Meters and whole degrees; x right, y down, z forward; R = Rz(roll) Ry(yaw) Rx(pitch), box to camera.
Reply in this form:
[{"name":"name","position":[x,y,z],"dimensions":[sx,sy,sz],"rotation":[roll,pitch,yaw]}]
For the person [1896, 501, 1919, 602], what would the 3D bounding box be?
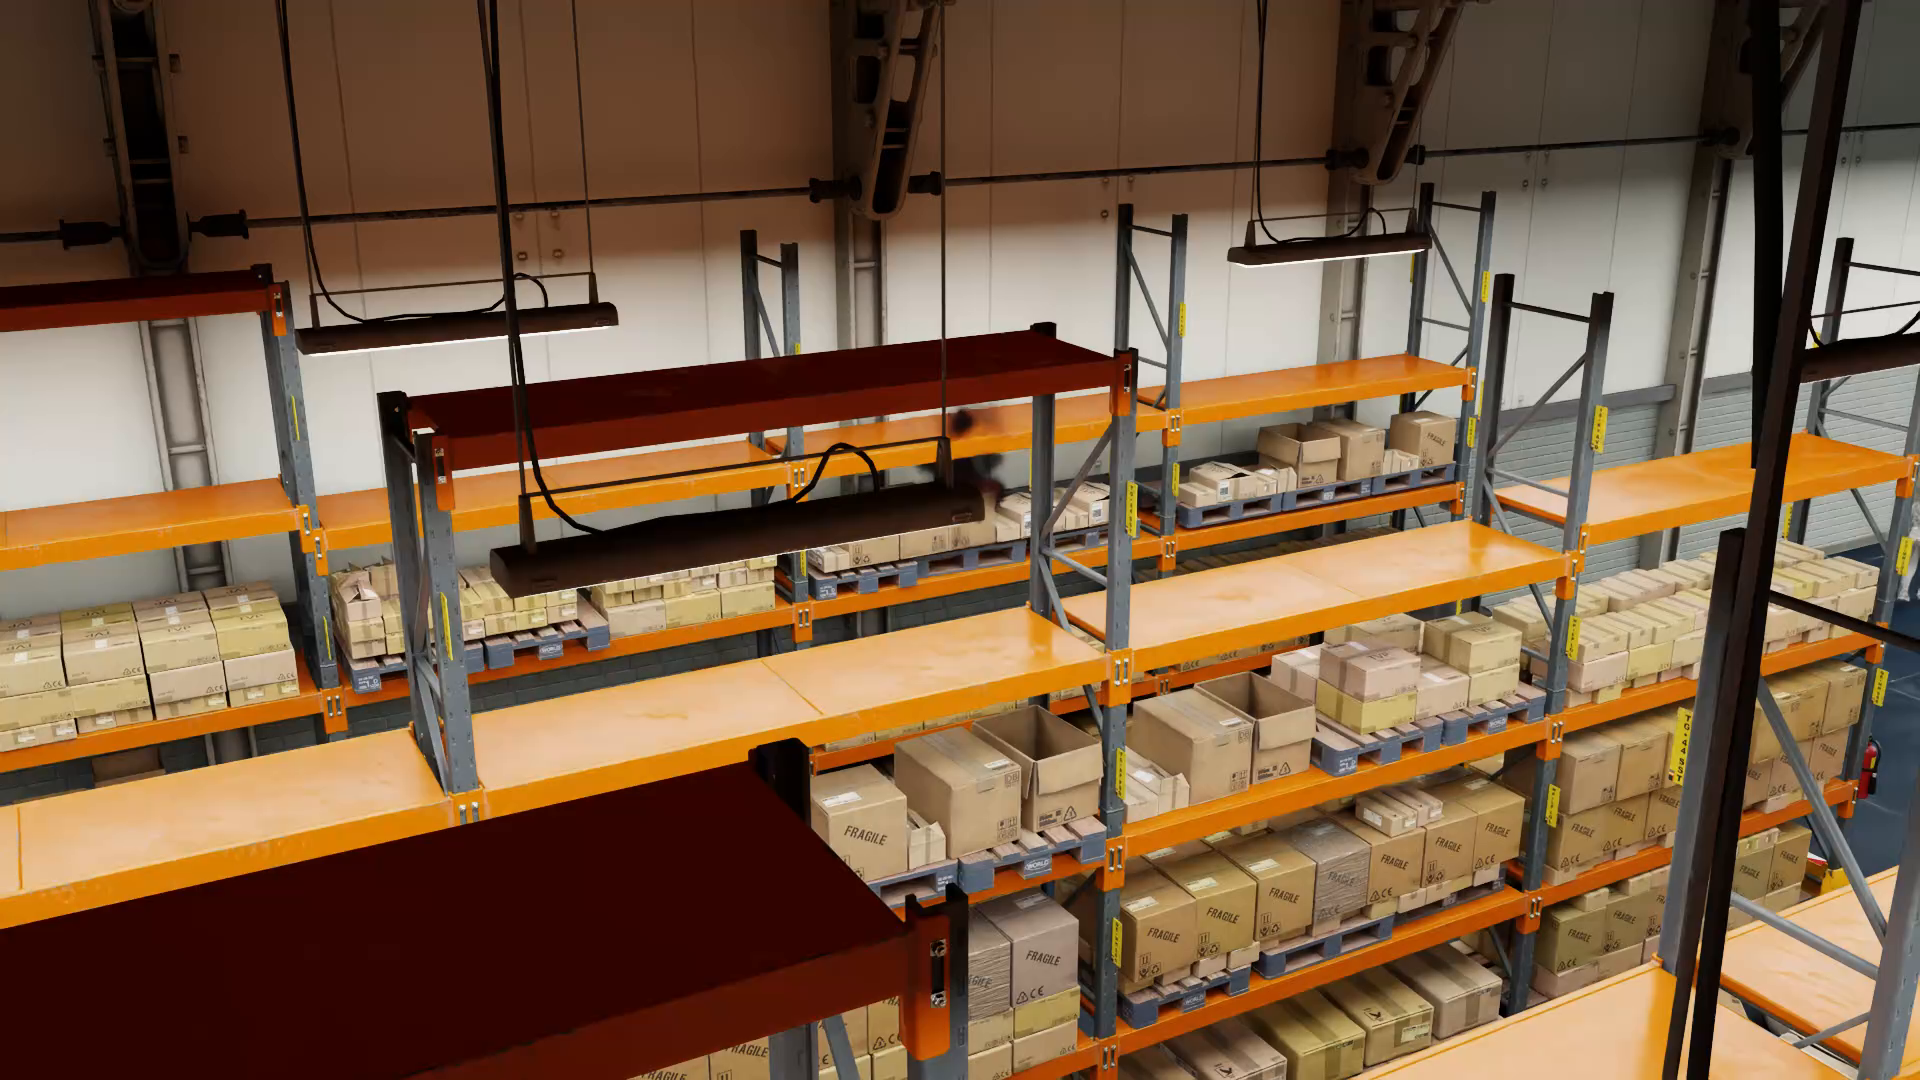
[{"name":"person","position":[13.109,0.063,22.638],"dimensions":[0.695,1.752,0.593],"rotation":[-15,23,-38]}]
